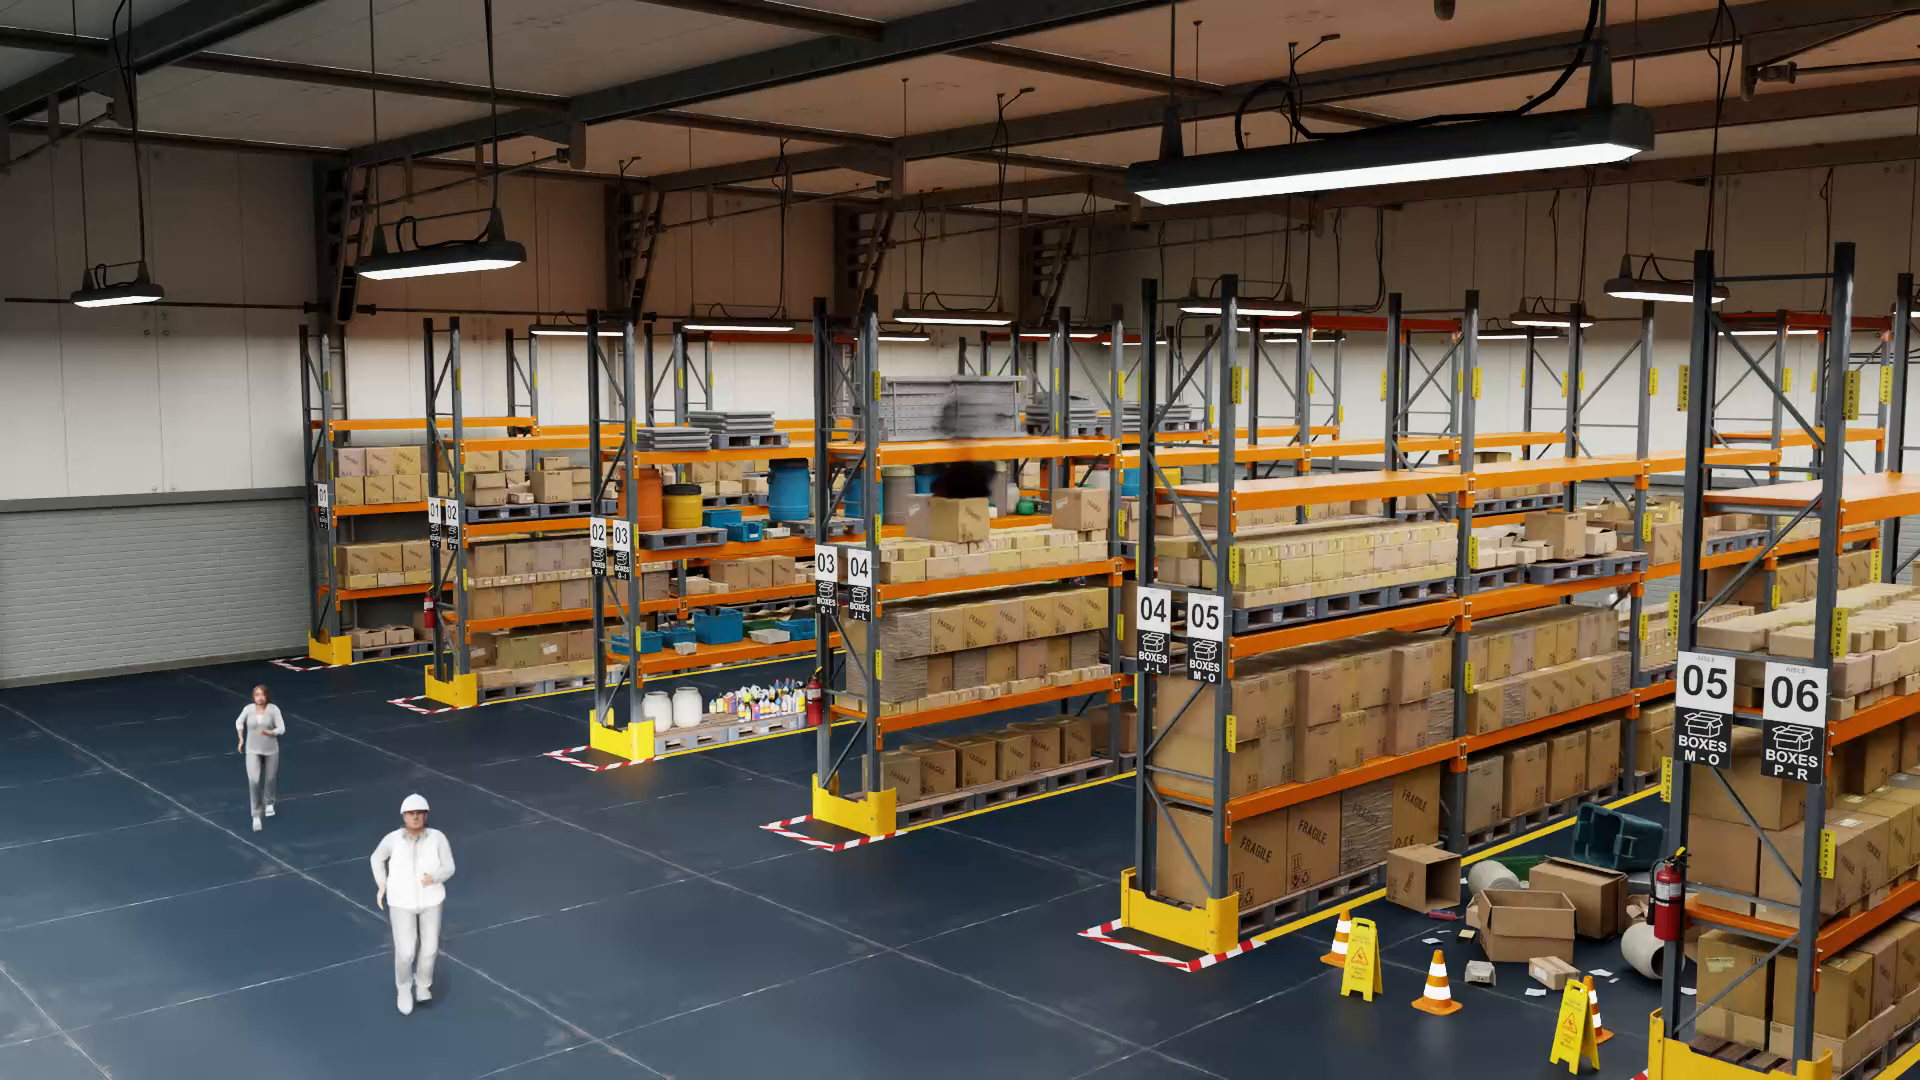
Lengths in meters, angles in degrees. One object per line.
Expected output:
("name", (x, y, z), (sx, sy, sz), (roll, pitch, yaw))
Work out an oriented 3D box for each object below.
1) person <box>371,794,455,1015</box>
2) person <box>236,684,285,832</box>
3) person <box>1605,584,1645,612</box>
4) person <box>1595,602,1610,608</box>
("person", (-4.390, 2.936, 13.407), (0.629, 1.771, 0.693), (-3, 6, -23))
("person", (-7.960, 2.456, 18.939), (0.494, 1.645, 0.721), (-2, 6, -23))
("person", (11.156, 1.480, 27.987), (0.675, 1.696, 0.552), (3, 7, 28))
("person", (9.510, 1.828, 24.625), (0.767, 1.827, 0.670), (-4, 7, -33))
